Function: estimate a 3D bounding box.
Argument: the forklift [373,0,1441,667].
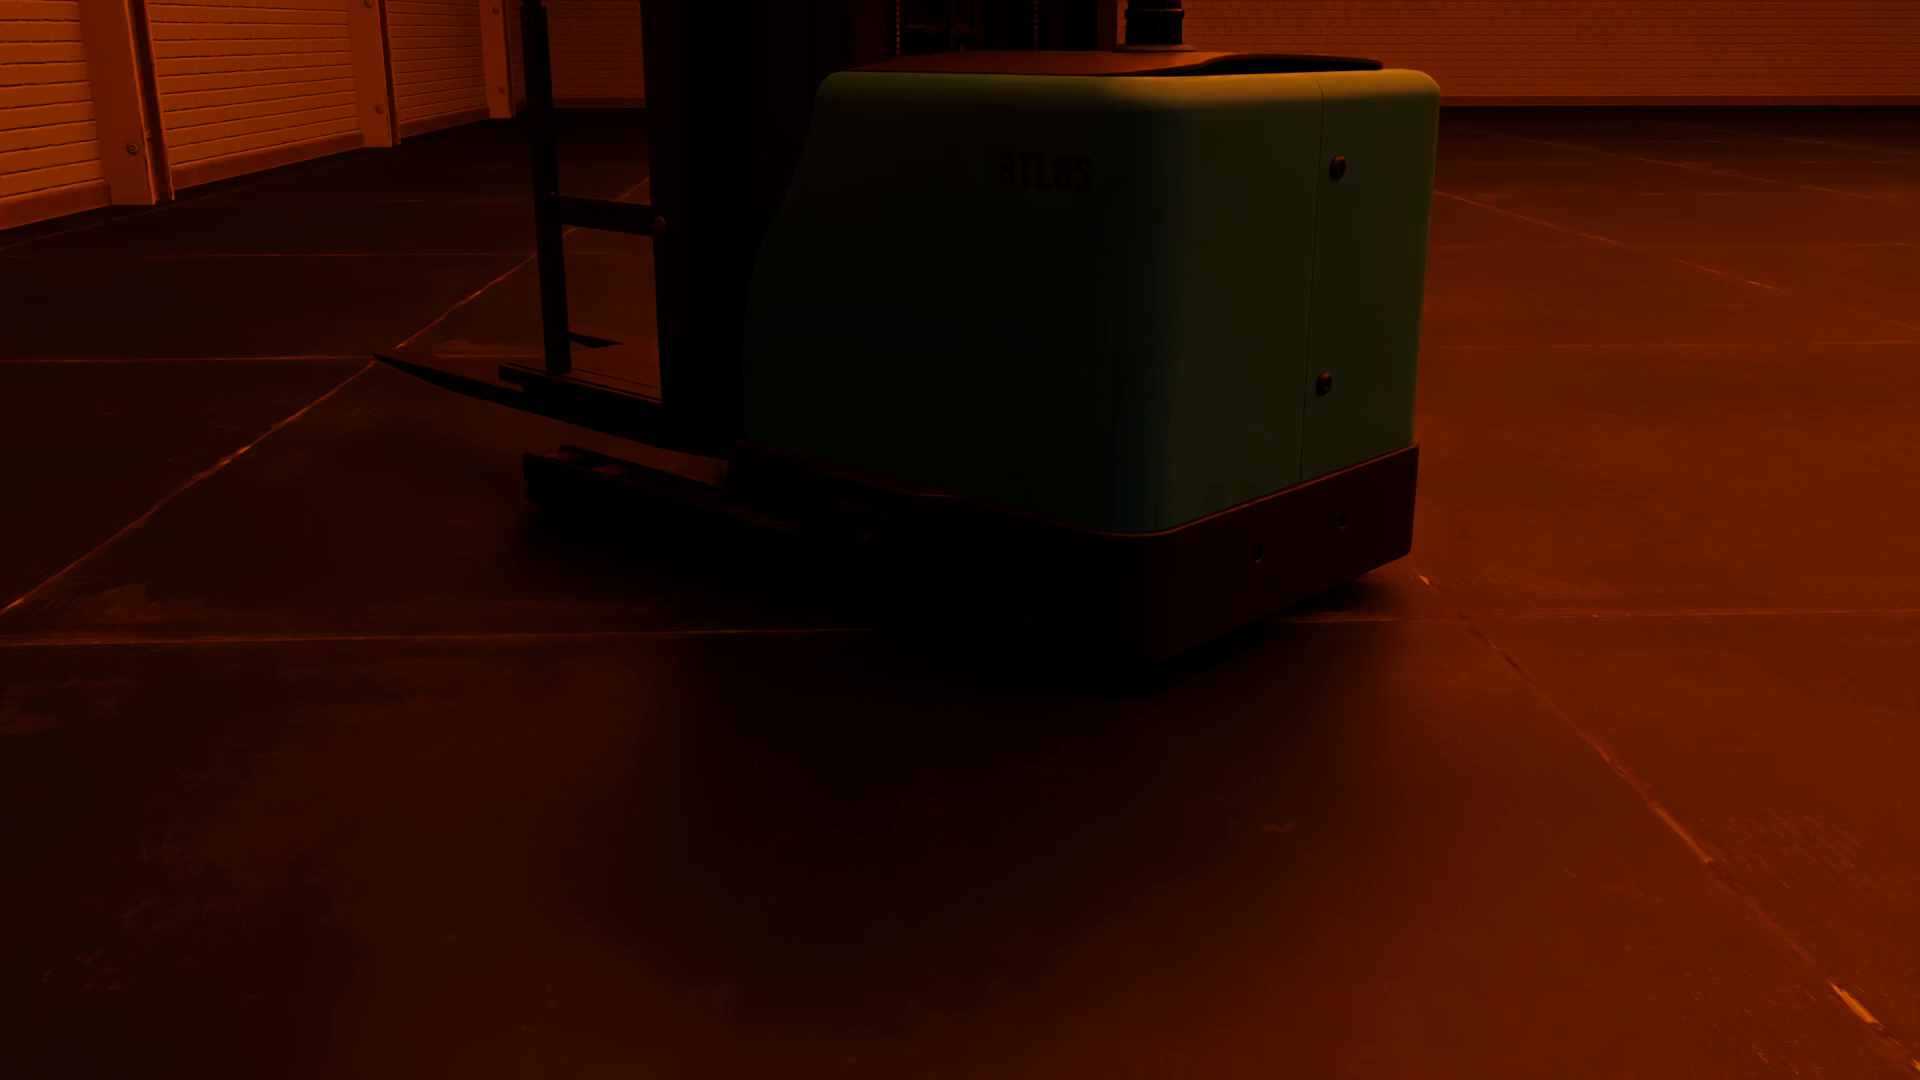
[{"bbox_3d":[-0.435,-1.515,3.859,3.031,2.935,1.130,16,23,41],"label":"forklift"}]
